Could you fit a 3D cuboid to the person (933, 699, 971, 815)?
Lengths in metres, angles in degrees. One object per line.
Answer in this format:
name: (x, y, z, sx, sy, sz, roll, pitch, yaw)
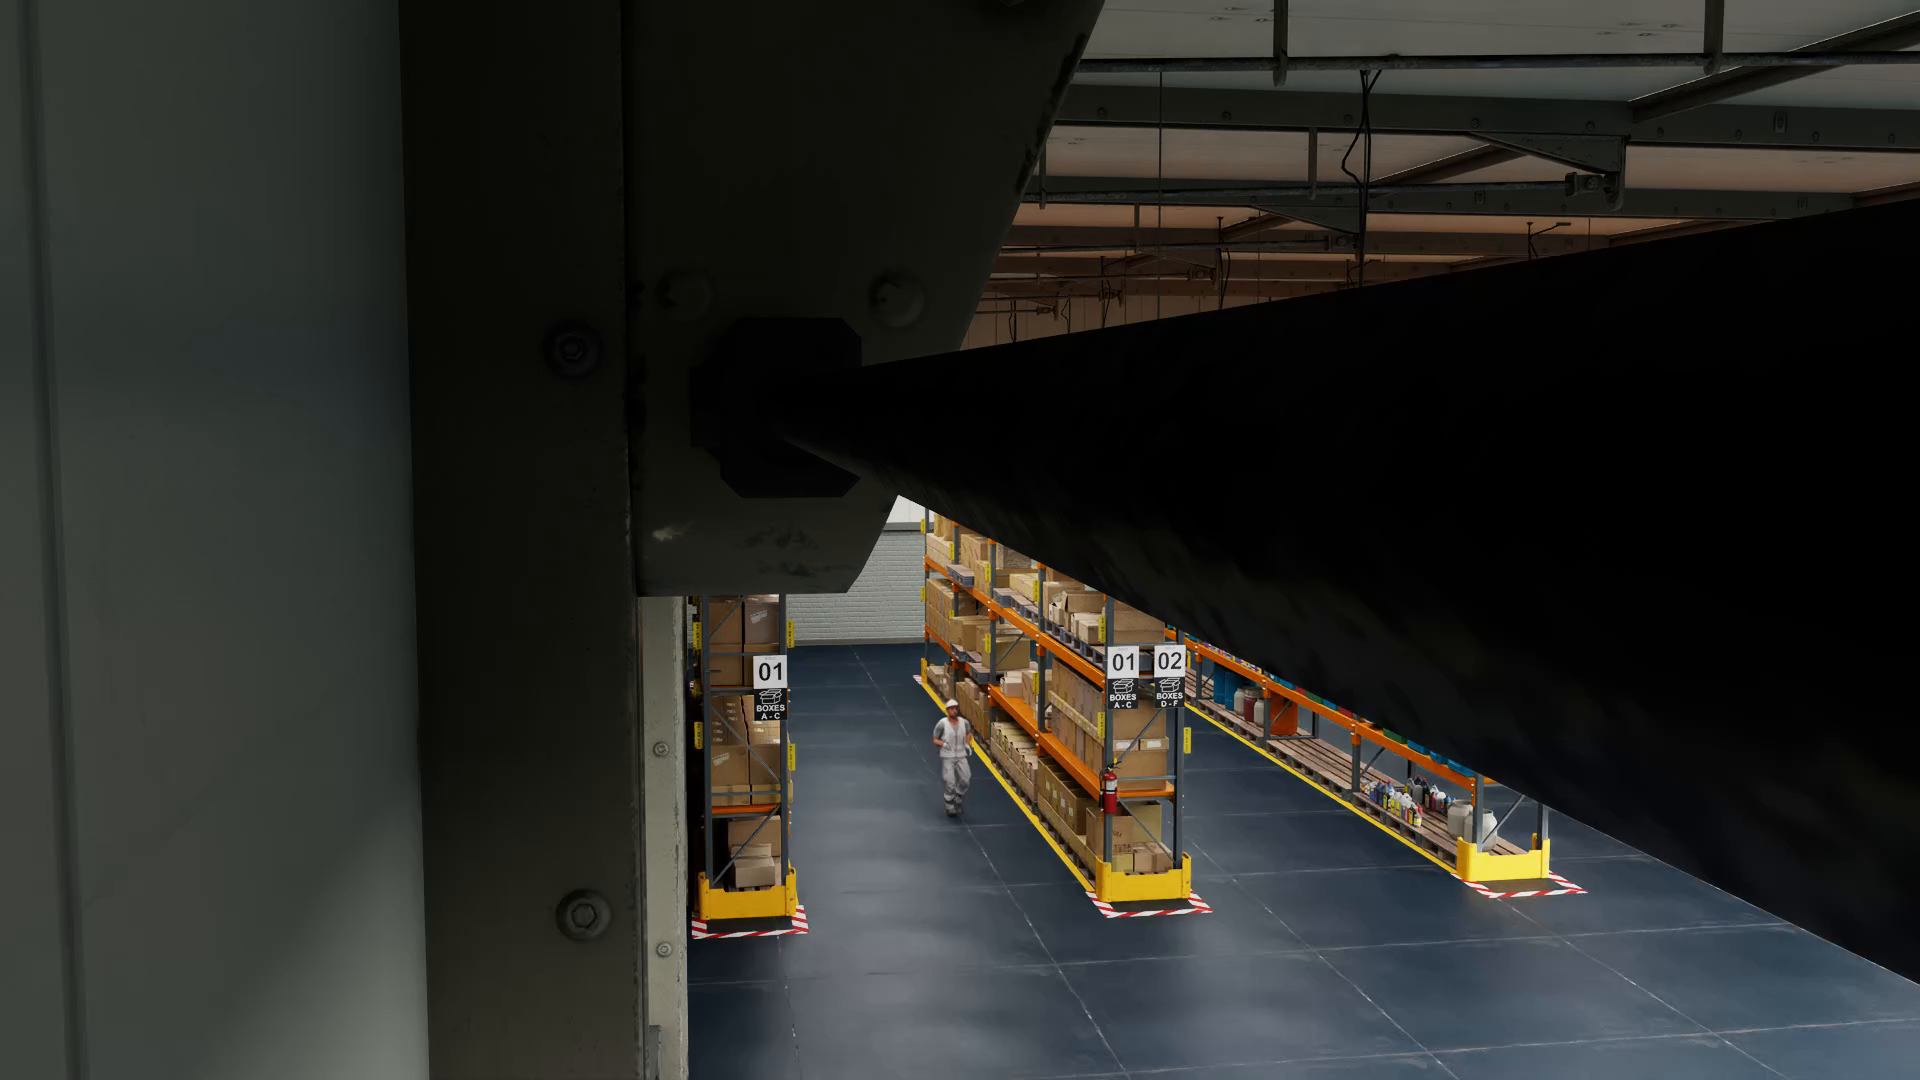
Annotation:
person: (-0.066, 3.261, 24.801, 0.640, 1.750, 0.594, -1, 5, -16)
